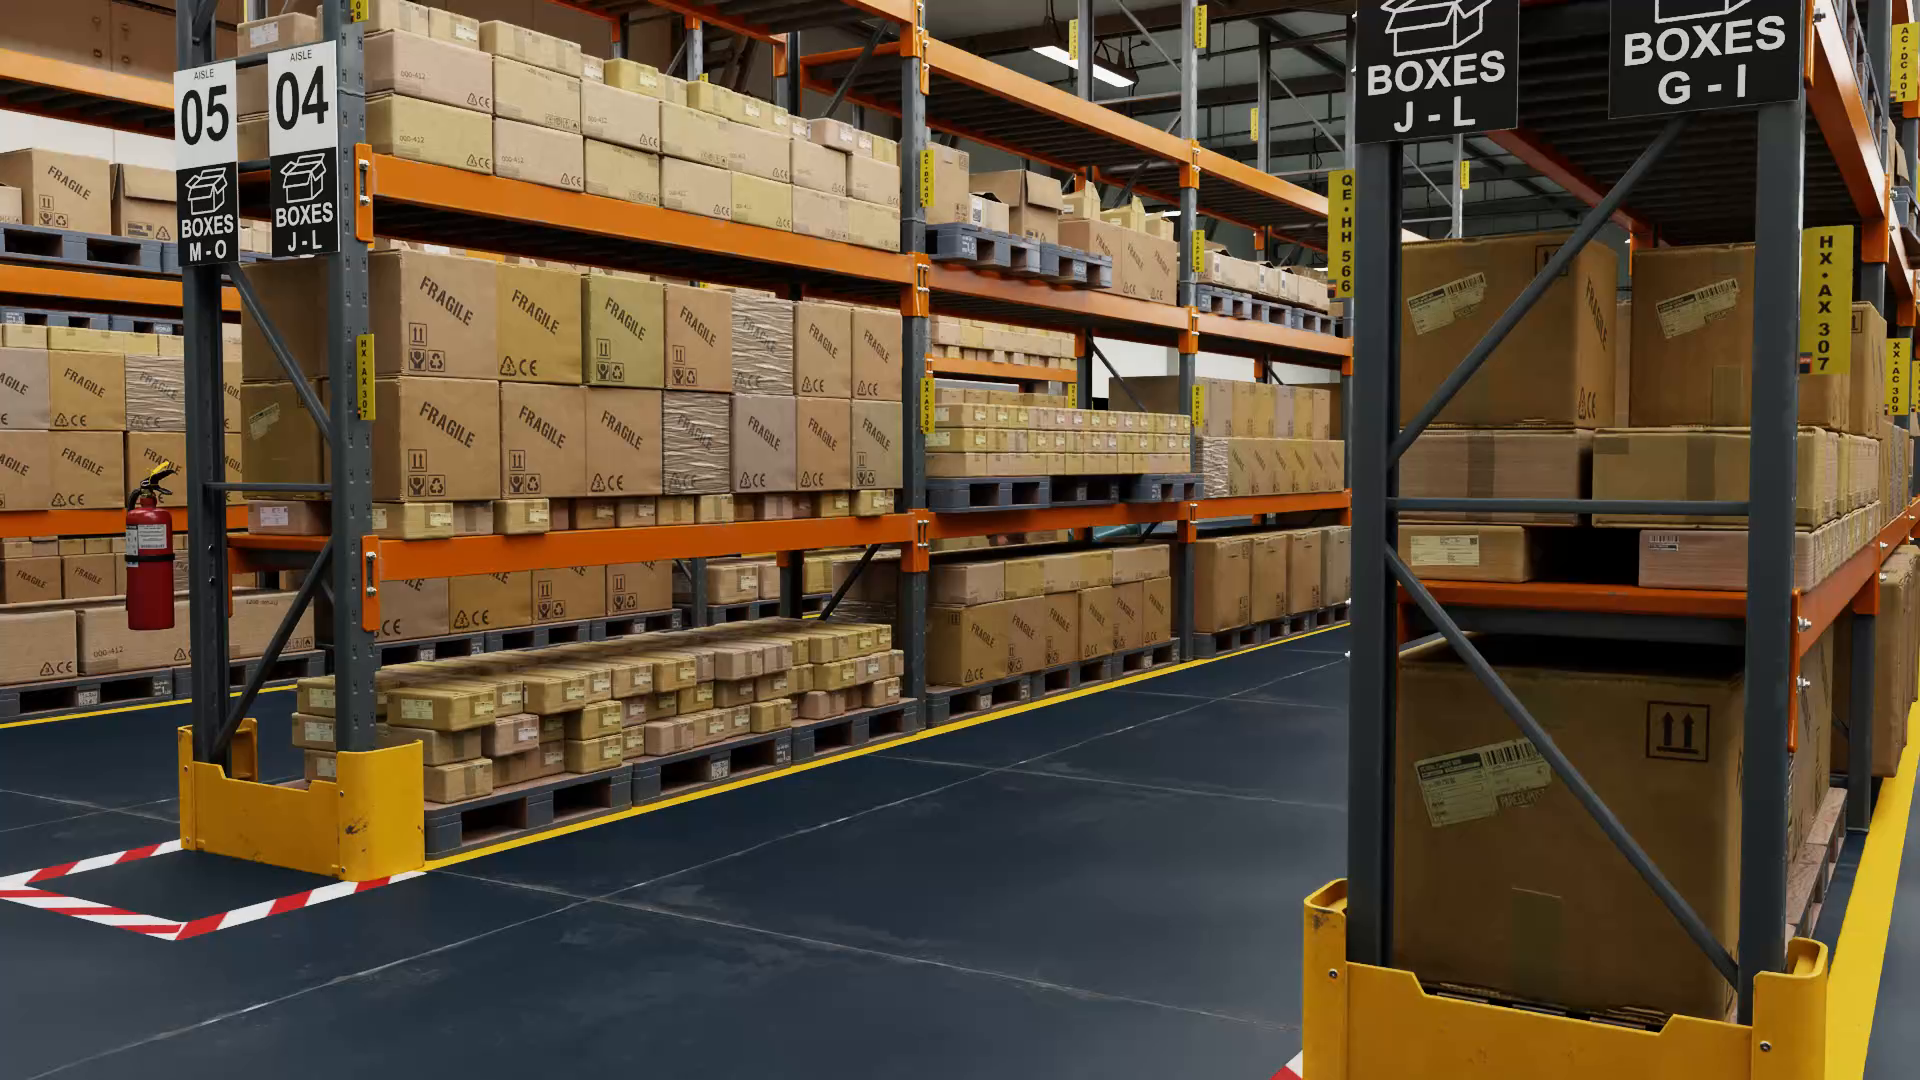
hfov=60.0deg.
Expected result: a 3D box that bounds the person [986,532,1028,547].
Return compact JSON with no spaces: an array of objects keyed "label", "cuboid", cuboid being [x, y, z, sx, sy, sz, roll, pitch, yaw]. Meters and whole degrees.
[{"label":"person","cuboid":[0.463,-0.005,15.730,0.426,1.719,0.578,2,3,29]}]
